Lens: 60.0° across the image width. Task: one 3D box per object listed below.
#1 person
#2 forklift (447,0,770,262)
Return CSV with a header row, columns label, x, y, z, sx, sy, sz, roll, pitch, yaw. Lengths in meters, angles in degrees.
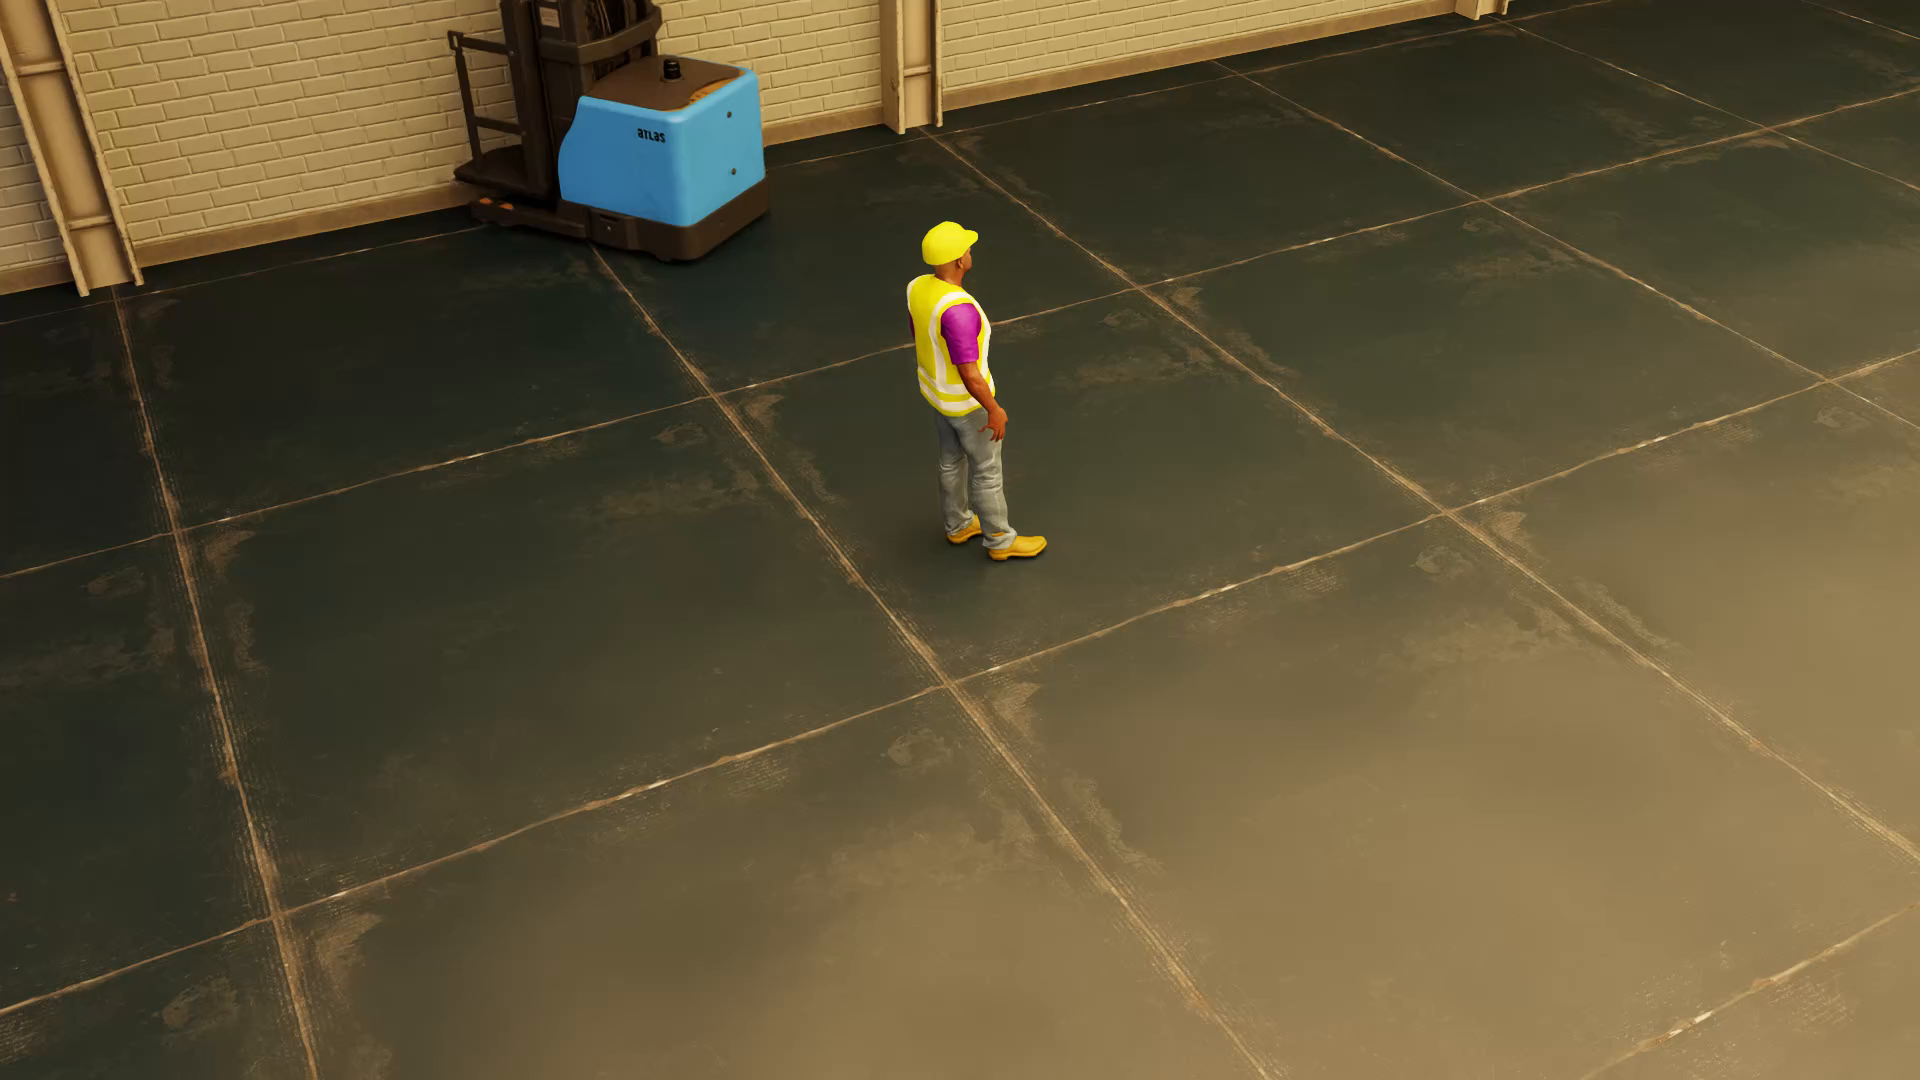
label,x,y,z,sx,sy,sz,roll,pitch,yaw
person,0.064,-0.743,8.170,0.577,1.765,0.665,-17,39,-23
forklift,-2.911,-3.667,11.311,3.031,2.935,1.130,16,38,22
